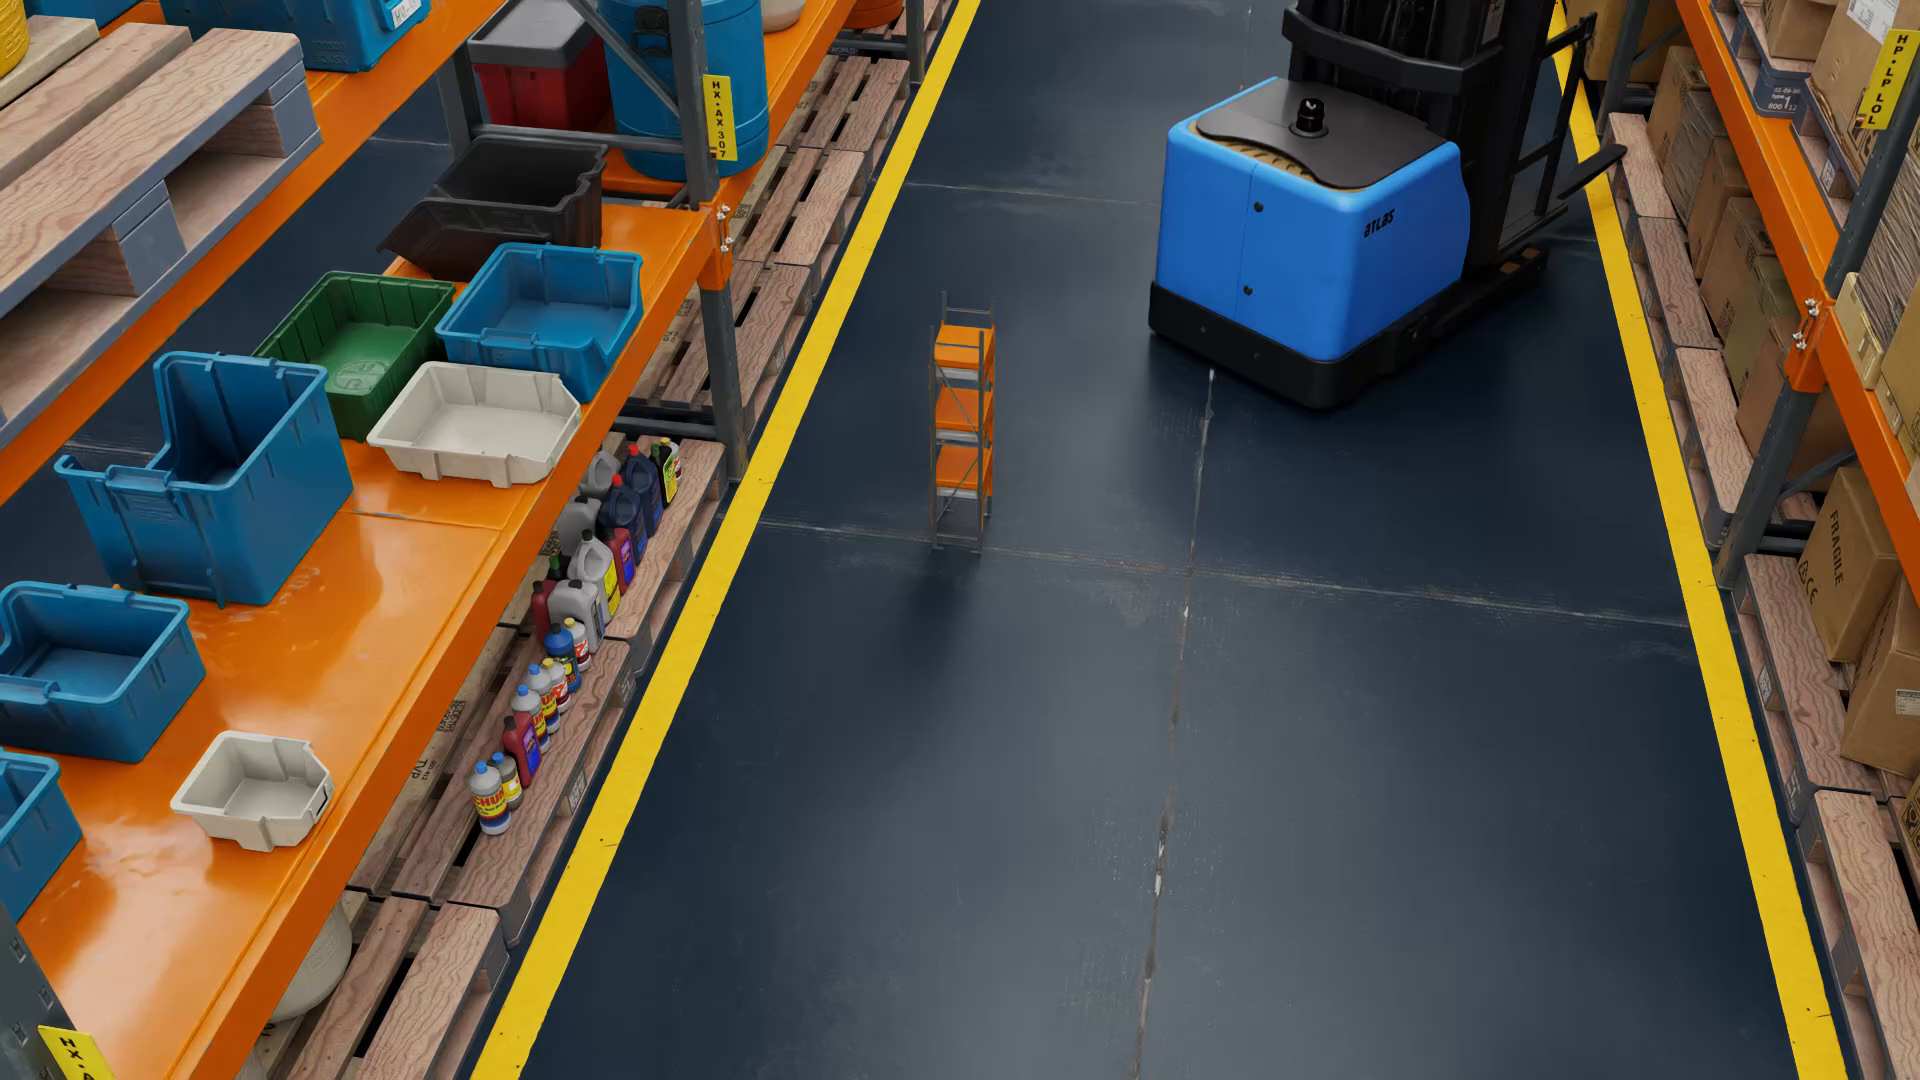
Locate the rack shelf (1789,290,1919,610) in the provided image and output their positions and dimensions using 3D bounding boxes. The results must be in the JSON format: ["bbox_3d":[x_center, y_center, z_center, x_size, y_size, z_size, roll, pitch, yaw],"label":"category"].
[{"bbox_3d":[3.123,0.590,4.247,1.077,0.370,4.000,6,40,8],"label":"rack shelf"}]

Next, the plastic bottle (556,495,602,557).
[{"bbox_3d":[-1.420,-0.053,6.252,0.152,0.276,0.135,6,40,8],"label":"plastic bottle"}]

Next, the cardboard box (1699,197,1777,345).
[{"bbox_3d":[3.794,-1.180,7.440,0.700,0.500,0.500,3,40,4],"label":"cardboard box"}]

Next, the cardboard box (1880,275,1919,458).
[{"bbox_3d":[3.209,-0.511,4.702,0.875,0.500,0.500,6,40,8],"label":"cardboard box"}]

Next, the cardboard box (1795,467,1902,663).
[{"bbox_3d":[3.361,0.105,5.901,0.500,0.500,0.500,5,40,6],"label":"cardboard box"}]

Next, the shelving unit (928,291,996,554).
[{"bbox_3d":[0.009,-0.438,6.456,0.215,1.050,0.252,6,40,8],"label":"shelving unit"}]

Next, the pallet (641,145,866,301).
[{"bbox_3d":[-1.103,-1.679,8.616,1.003,0.211,1.213,6,40,8],"label":"pallet"}]

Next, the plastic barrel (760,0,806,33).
[{"bbox_3d":[-0.901,-2.578,7.407,0.433,0.535,0.433,0,40,0],"label":"plastic barrel"}]

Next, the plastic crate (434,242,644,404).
[{"bbox_3d":[-1.333,-0.707,5.368,0.499,0.251,0.616,6,40,8],"label":"plastic crate"}]

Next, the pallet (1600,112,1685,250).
[{"bbox_3d":[4.025,-1.888,8.868,1.003,0.211,1.213,6,40,8],"label":"pallet"}]

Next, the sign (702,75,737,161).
[{"bbox_3d":[-0.869,-1.528,6.027,0.100,0.325,0.005,6,40,8],"label":"sign"}]

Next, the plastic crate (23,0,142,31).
[{"bbox_3d":[-2.068,-1.359,3.698,0.392,0.384,0.575,6,40,8],"label":"plastic crate"}]

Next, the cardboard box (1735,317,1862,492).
[{"bbox_3d":[3.597,-0.532,6.656,0.700,0.500,0.500,4,40,4],"label":"cardboard box"}]

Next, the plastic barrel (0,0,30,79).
[{"bbox_3d":[-2.029,-1.099,2.893,0.600,0.588,0.600,0,40,0],"label":"plastic barrel"}]

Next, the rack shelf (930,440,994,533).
[{"bbox_3d":[0.009,-0.216,6.640,0.215,0.259,0.240,6,40,8],"label":"rack shelf"}]

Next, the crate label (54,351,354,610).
[{"bbox_3d":[-2.049,-0.177,4.583,0.502,0.435,0.616,6,40,8],"label":"crate label"}]

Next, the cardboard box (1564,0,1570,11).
[{"bbox_3d":[4.463,-3.786,10.313,1.225,0.875,0.875,7,40,8],"label":"cardboard box"}]

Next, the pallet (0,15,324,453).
[{"bbox_3d":[-1.862,-0.570,2.880,1.003,0.211,1.213,6,40,8],"label":"pallet"}]

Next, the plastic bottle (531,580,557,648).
[{"bbox_3d":[-1.463,0.238,5.895,0.061,0.283,0.133,6,40,8],"label":"plastic bottle"}]

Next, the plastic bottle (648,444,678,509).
[{"bbox_3d":[-1.167,-0.273,6.513,0.061,0.283,0.133,8,40,10],"label":"plastic bottle"}]

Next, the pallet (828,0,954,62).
[{"bbox_3d":[-0.622,-3.424,10.726,1.003,0.211,1.213,6,40,8],"label":"pallet"}]

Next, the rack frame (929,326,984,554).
[{"bbox_3d":[-0.012,-0.362,6.363,0.200,1.050,0.008,6,40,8],"label":"rack frame"}]

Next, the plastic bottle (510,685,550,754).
[{"bbox_3d":[-1.421,0.585,5.485,0.097,0.271,0.097,0,40,0],"label":"plastic bottle"}]

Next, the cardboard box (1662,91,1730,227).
[{"bbox_3d":[3.982,-1.887,8.295,0.700,0.500,0.500,3,40,4],"label":"cardboard box"}]

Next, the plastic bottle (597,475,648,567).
[{"bbox_3d":[-1.270,-0.081,6.228,0.144,0.351,0.185,5,40,5],"label":"plastic bottle"}]

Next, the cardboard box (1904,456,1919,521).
[{"bbox_3d":[2.946,-0.119,4.736,0.380,0.149,0.250,6,40,8],"label":"cardboard box"}]

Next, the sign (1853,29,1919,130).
[{"bbox_3d":[2.922,-1.448,5.239,0.100,0.325,0.005,6,40,8],"label":"sign"}]

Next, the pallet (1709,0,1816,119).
[{"bbox_3d":[3.859,-2.132,7.126,1.003,0.211,1.213,6,40,8],"label":"pallet"}]

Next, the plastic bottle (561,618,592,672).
[{"bbox_3d":[-1.351,0.358,5.814,0.097,0.201,0.097,0,40,0],"label":"plastic bottle"}]

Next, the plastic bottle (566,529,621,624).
[{"bbox_3d":[-1.326,0.121,5.983,0.144,0.351,0.185,6,40,7],"label":"plastic bottle"}]

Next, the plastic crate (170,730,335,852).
[{"bbox_3d":[-1.630,0.597,3.881,0.298,0.136,0.250,6,40,8],"label":"plastic crate"}]

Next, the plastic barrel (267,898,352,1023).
[{"bbox_3d":[-1.976,1.082,4.710,0.421,0.512,0.421,0,40,0],"label":"plastic barrel"}]

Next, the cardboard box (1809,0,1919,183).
[{"bbox_3d":[3.745,-1.819,5.796,1.000,1.000,1.000,7,40,8],"label":"cardboard box"}]

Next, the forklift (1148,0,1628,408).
[{"bbox_3d":[2.290,-2.544,7.526,3.031,2.935,1.130,-32,49,-33],"label":"forklift"}]

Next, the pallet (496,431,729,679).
[{"bbox_3d":[-1.566,0.003,6.581,1.003,0.211,1.213,6,40,8],"label":"pallet"}]

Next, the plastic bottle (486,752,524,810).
[{"bbox_3d":[-1.463,0.762,5.325,0.097,0.201,0.097,0,40,0],"label":"plastic bottle"}]

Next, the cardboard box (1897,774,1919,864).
[{"bbox_3d":[3.239,0.864,4.983,0.500,0.500,0.500,3,40,4],"label":"cardboard box"}]

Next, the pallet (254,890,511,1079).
[{"bbox_3d":[-1.989,1.534,4.729,1.003,0.211,1.213,6,40,8],"label":"pallet"}]

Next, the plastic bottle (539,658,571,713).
[{"bbox_3d":[-1.387,0.487,5.658,0.097,0.201,0.097,0,40,0],"label":"plastic bottle"}]

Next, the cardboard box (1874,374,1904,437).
[{"bbox_3d":[3.064,-0.429,5.112,0.380,0.149,0.250,6,40,8],"label":"cardboard box"}]

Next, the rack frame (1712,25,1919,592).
[{"bbox_3d":[3.469,-0.943,5.536,1.000,3.000,0.127,6,40,8],"label":"rack frame"}]

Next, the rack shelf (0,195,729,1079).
[{"bbox_3d":[-1.755,0.043,4.908,1.077,0.370,4.000,6,40,8],"label":"rack shelf"}]

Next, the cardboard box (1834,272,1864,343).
[{"bbox_3d":[3.136,-0.744,5.493,0.380,0.149,0.250,6,40,8],"label":"cardboard box"}]

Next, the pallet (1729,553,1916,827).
[{"bbox_3d":[3.388,0.557,5.910,1.003,0.211,1.213,6,40,8],"label":"pallet"}]

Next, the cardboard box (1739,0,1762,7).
[{"bbox_3d":[3.645,-2.531,7.245,0.500,0.250,0.500,5,40,6],"label":"cardboard box"}]

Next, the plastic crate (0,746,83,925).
[{"bbox_3d":[-2.309,0.732,3.628,0.499,0.251,0.616,6,40,8],"label":"plastic crate"}]

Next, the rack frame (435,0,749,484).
[{"bbox_3d":[-1.409,-1.489,6.197,1.000,3.000,0.127,6,40,8],"label":"rack frame"}]
